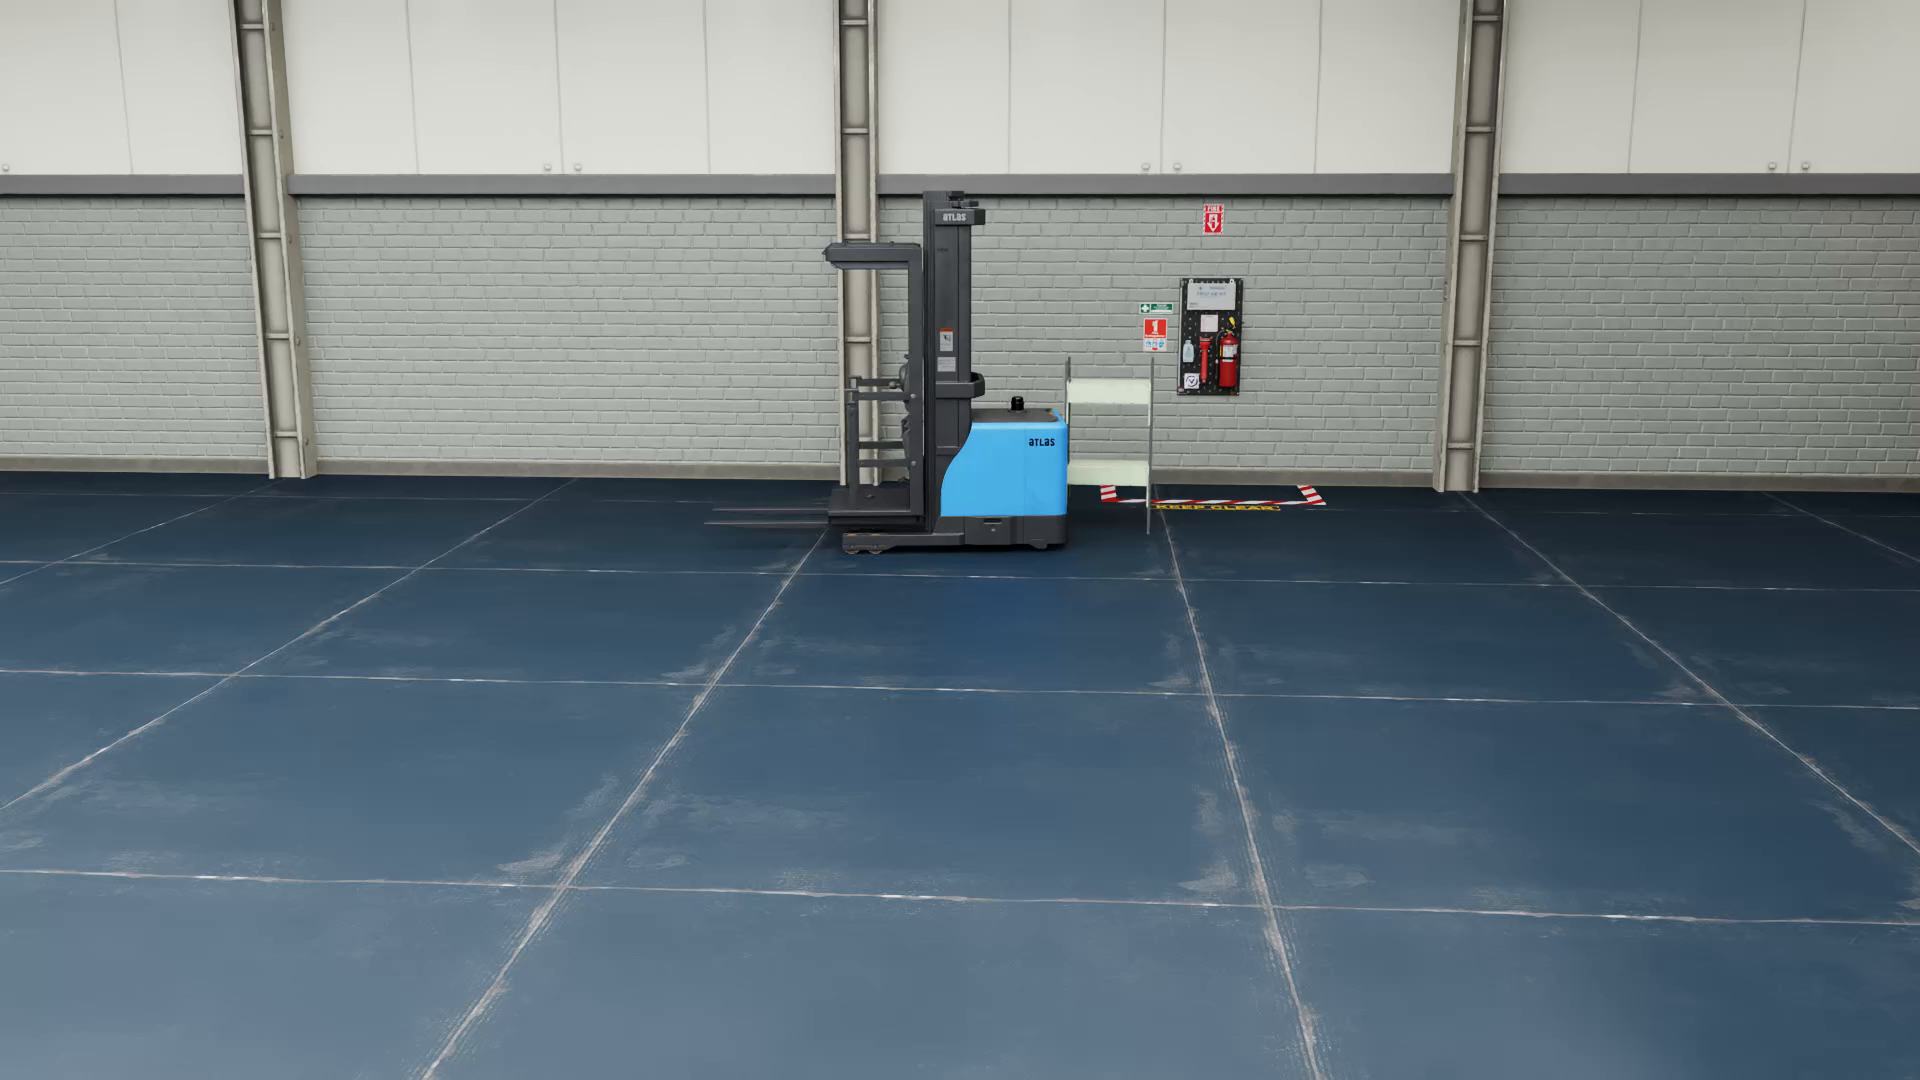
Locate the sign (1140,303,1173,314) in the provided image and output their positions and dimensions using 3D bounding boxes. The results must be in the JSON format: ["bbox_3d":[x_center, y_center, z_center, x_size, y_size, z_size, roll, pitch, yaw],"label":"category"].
[{"bbox_3d":[1.967,-2.322,16.660,0.331,0.109,0.001,1,12,4],"label":"sign"}]

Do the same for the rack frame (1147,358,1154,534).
[{"bbox_3d":[1.668,-0.826,14.555,0.023,1.500,0.400,2,12,7],"label":"rack frame"}]

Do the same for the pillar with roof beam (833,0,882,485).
[{"bbox_3d":[-1.303,-4.116,11.965,0.400,9.000,9.100,1,12,4],"label":"pillar with roof beam"}]

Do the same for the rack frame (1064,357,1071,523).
[{"bbox_3d":[0.942,-0.846,14.648,0.023,1.500,0.400,2,12,7],"label":"rack frame"}]

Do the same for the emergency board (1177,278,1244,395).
[{"bbox_3d":[2.508,-2.018,16.590,0.643,1.169,0.194,1,12,4],"label":"emergency board"}]

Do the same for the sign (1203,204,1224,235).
[{"bbox_3d":[2.506,-3.173,16.451,0.199,0.298,0.001,1,12,4],"label":"sign"}]

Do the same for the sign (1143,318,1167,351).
[{"bbox_3d":[1.963,-2.064,16.724,0.234,0.329,0.001,1,12,4],"label":"sign"}]

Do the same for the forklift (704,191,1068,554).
[{"bbox_3d":[-0.630,-1.430,13.946,3.031,2.935,1.130,0,12,-2],"label":"forklift"}]

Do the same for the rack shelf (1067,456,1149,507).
[{"bbox_3d":[1.305,-0.517,14.668,0.720,0.370,0.431,2,12,7],"label":"rack shelf"}]

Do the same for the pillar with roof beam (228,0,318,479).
[{"bbox_3d":[-7.290,-4.198,12.358,0.400,9.000,9.100,1,12,4],"label":"pillar with roof beam"}]

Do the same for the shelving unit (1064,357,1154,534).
[{"bbox_3d":[1.305,-0.836,14.601,0.755,1.500,0.431,2,12,7],"label":"shelving unit"}]

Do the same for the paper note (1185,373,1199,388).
[{"bbox_3d":[2.336,-1.604,16.759,0.142,0.148,0.016,1,12,4],"label":"paper note"}]

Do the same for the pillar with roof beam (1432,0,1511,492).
[{"bbox_3d":[4.683,-4.034,11.573,0.400,9.000,9.100,1,12,4],"label":"pillar with roof beam"}]

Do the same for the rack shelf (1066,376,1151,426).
[{"bbox_3d":[1.305,-1.218,14.521,0.720,0.370,0.431,2,12,7],"label":"rack shelf"}]
